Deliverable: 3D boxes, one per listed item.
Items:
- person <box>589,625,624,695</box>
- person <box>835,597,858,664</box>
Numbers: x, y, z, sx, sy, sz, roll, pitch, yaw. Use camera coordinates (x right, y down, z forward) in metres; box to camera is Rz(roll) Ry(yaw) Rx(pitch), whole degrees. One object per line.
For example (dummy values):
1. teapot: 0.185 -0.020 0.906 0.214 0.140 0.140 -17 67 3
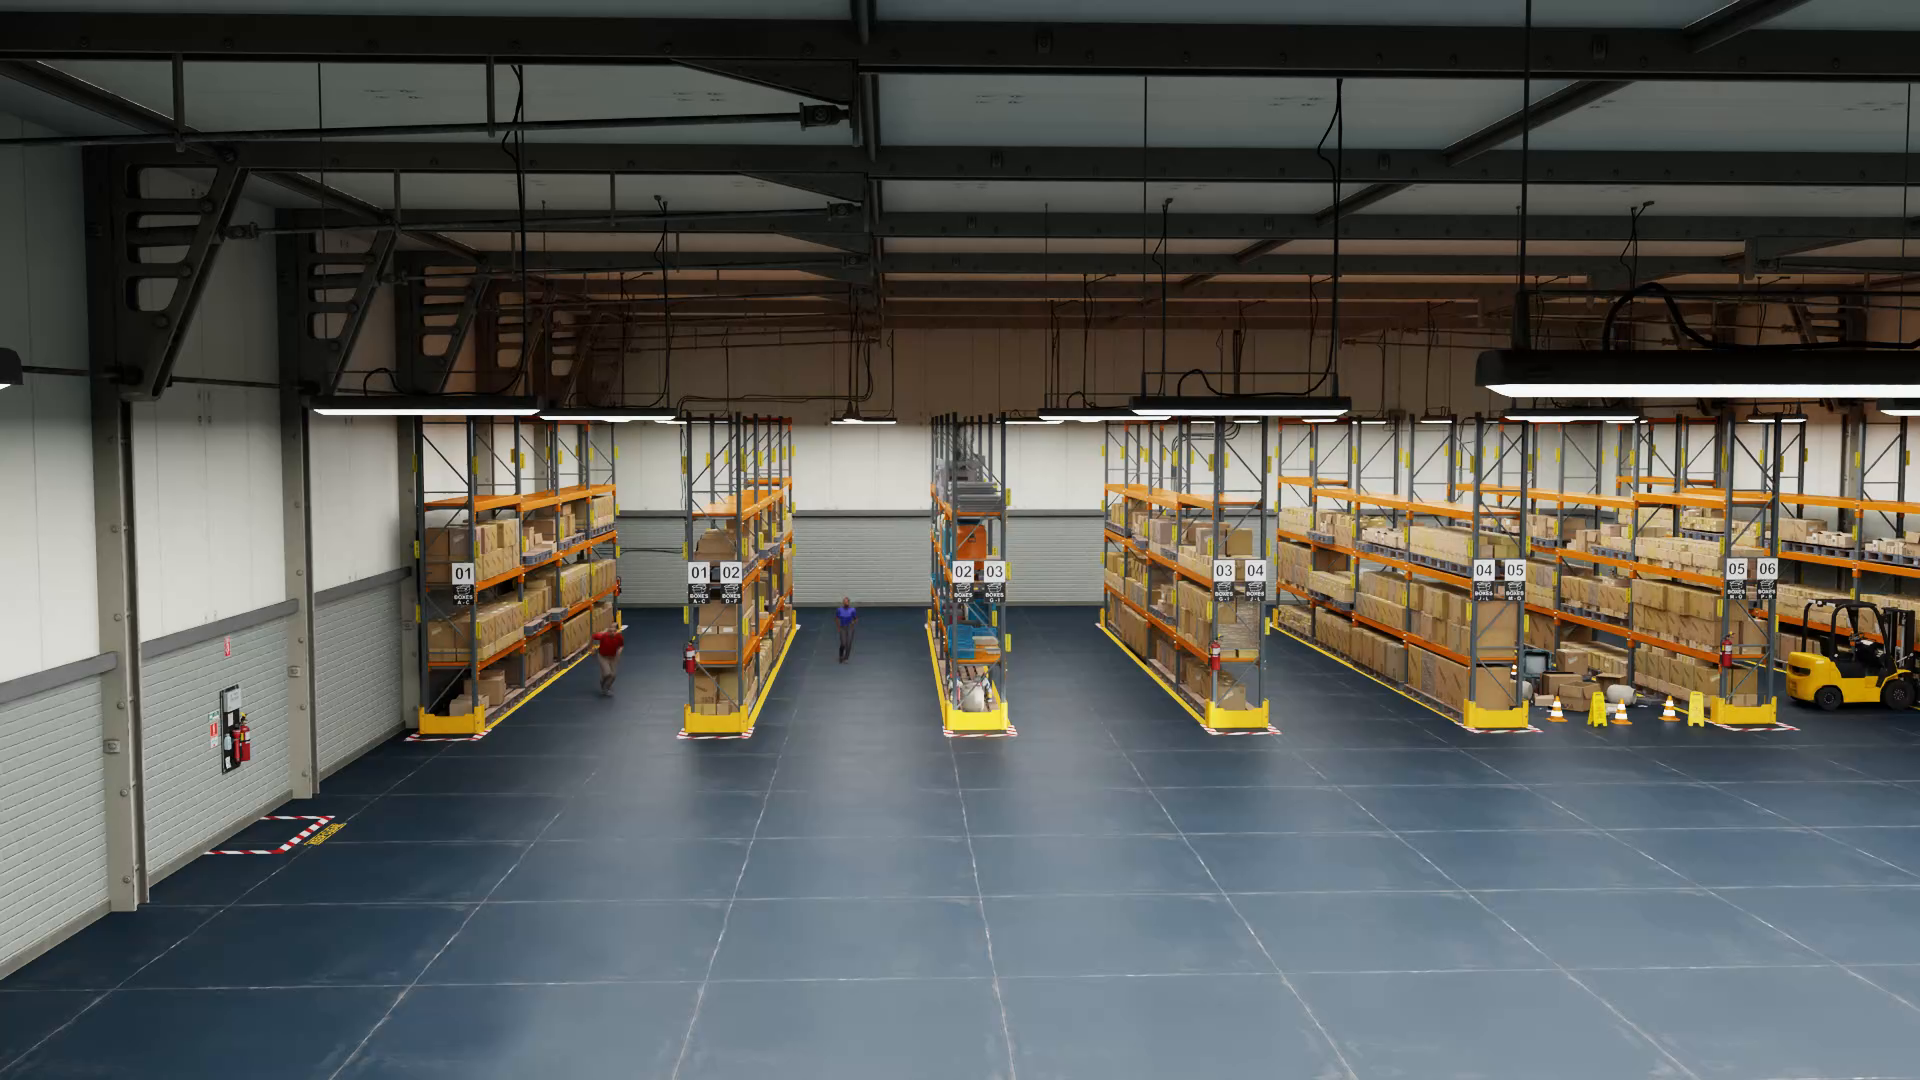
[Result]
1. person: -7.488 2.549 35.275 0.694 1.551 0.892 -2 5 -31
2. person: -2.707 2.210 39.777 0.561 1.562 0.573 0 4 -6
